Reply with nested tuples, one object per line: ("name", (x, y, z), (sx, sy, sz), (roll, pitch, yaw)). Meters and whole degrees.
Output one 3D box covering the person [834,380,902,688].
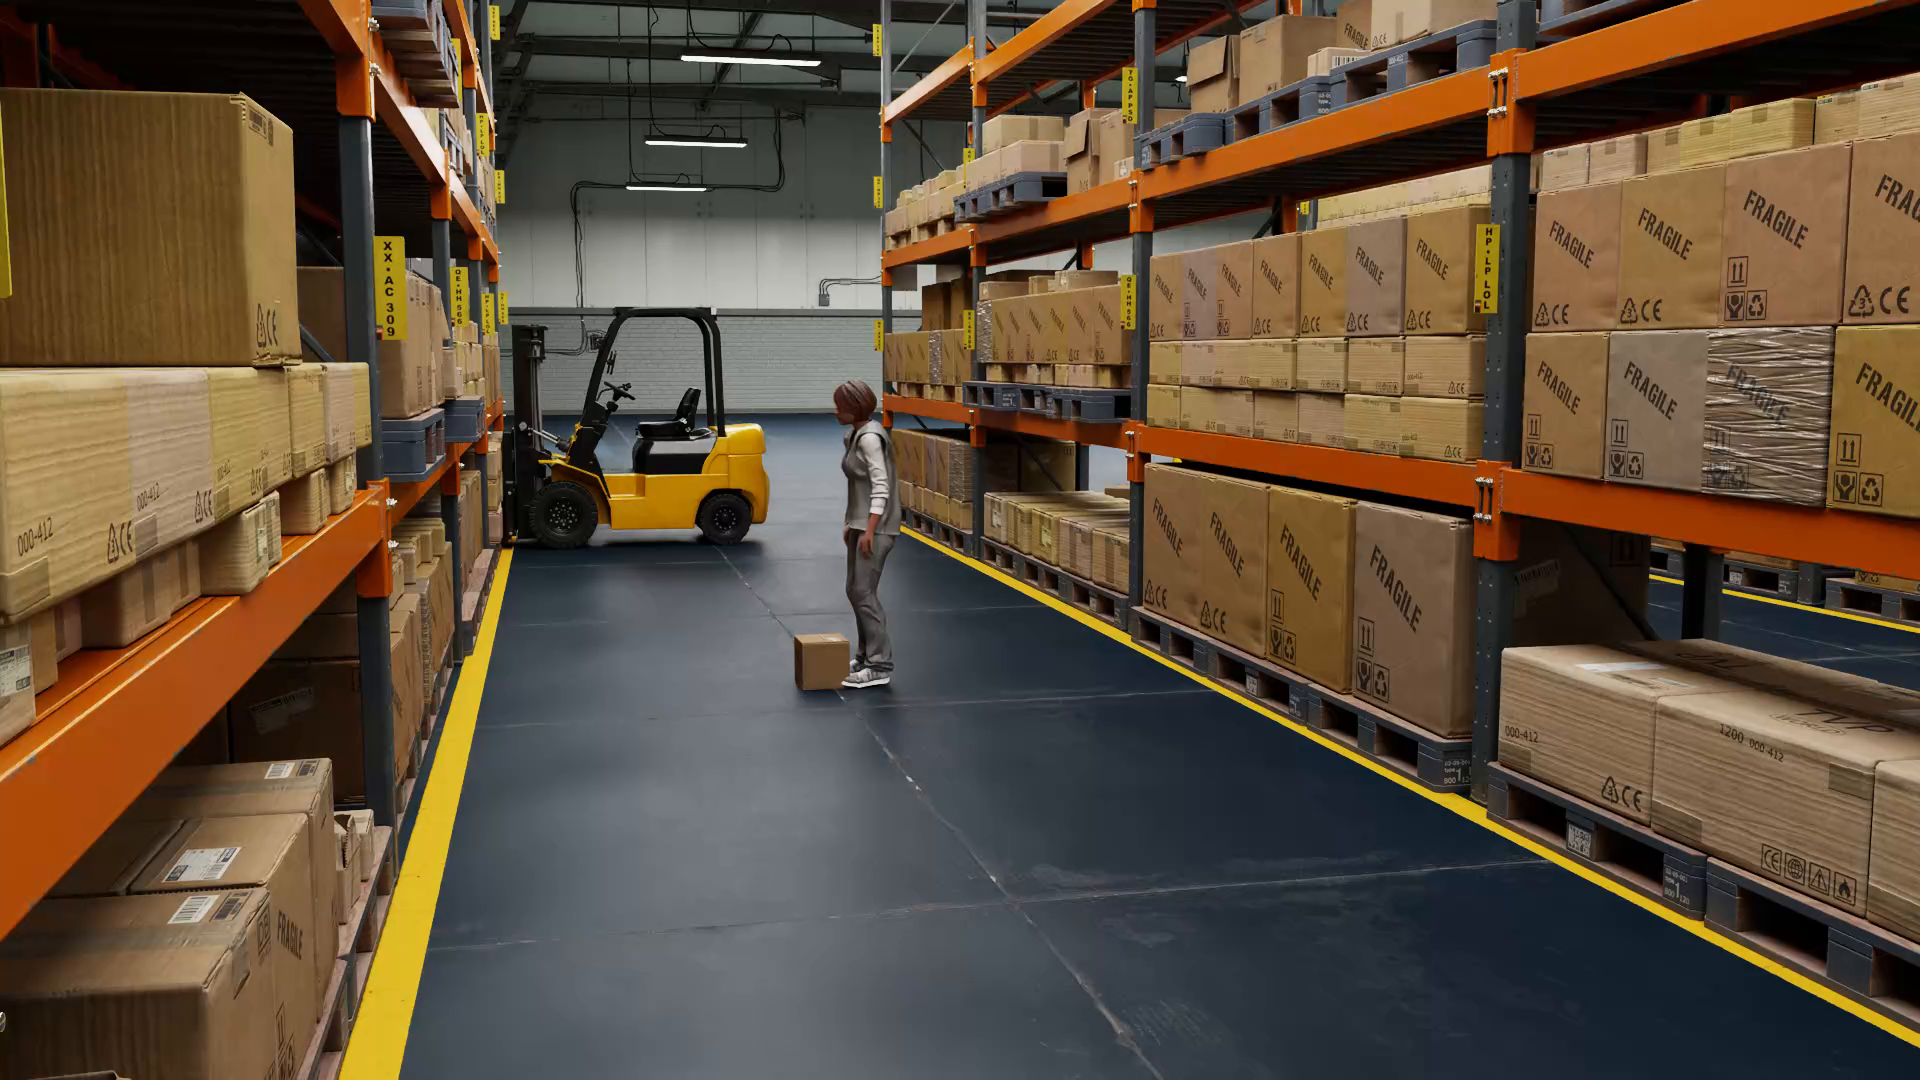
("person", (-0.491, -0.037, 8.709), (0.343, 1.593, 0.480), (-2, 7, -16))
